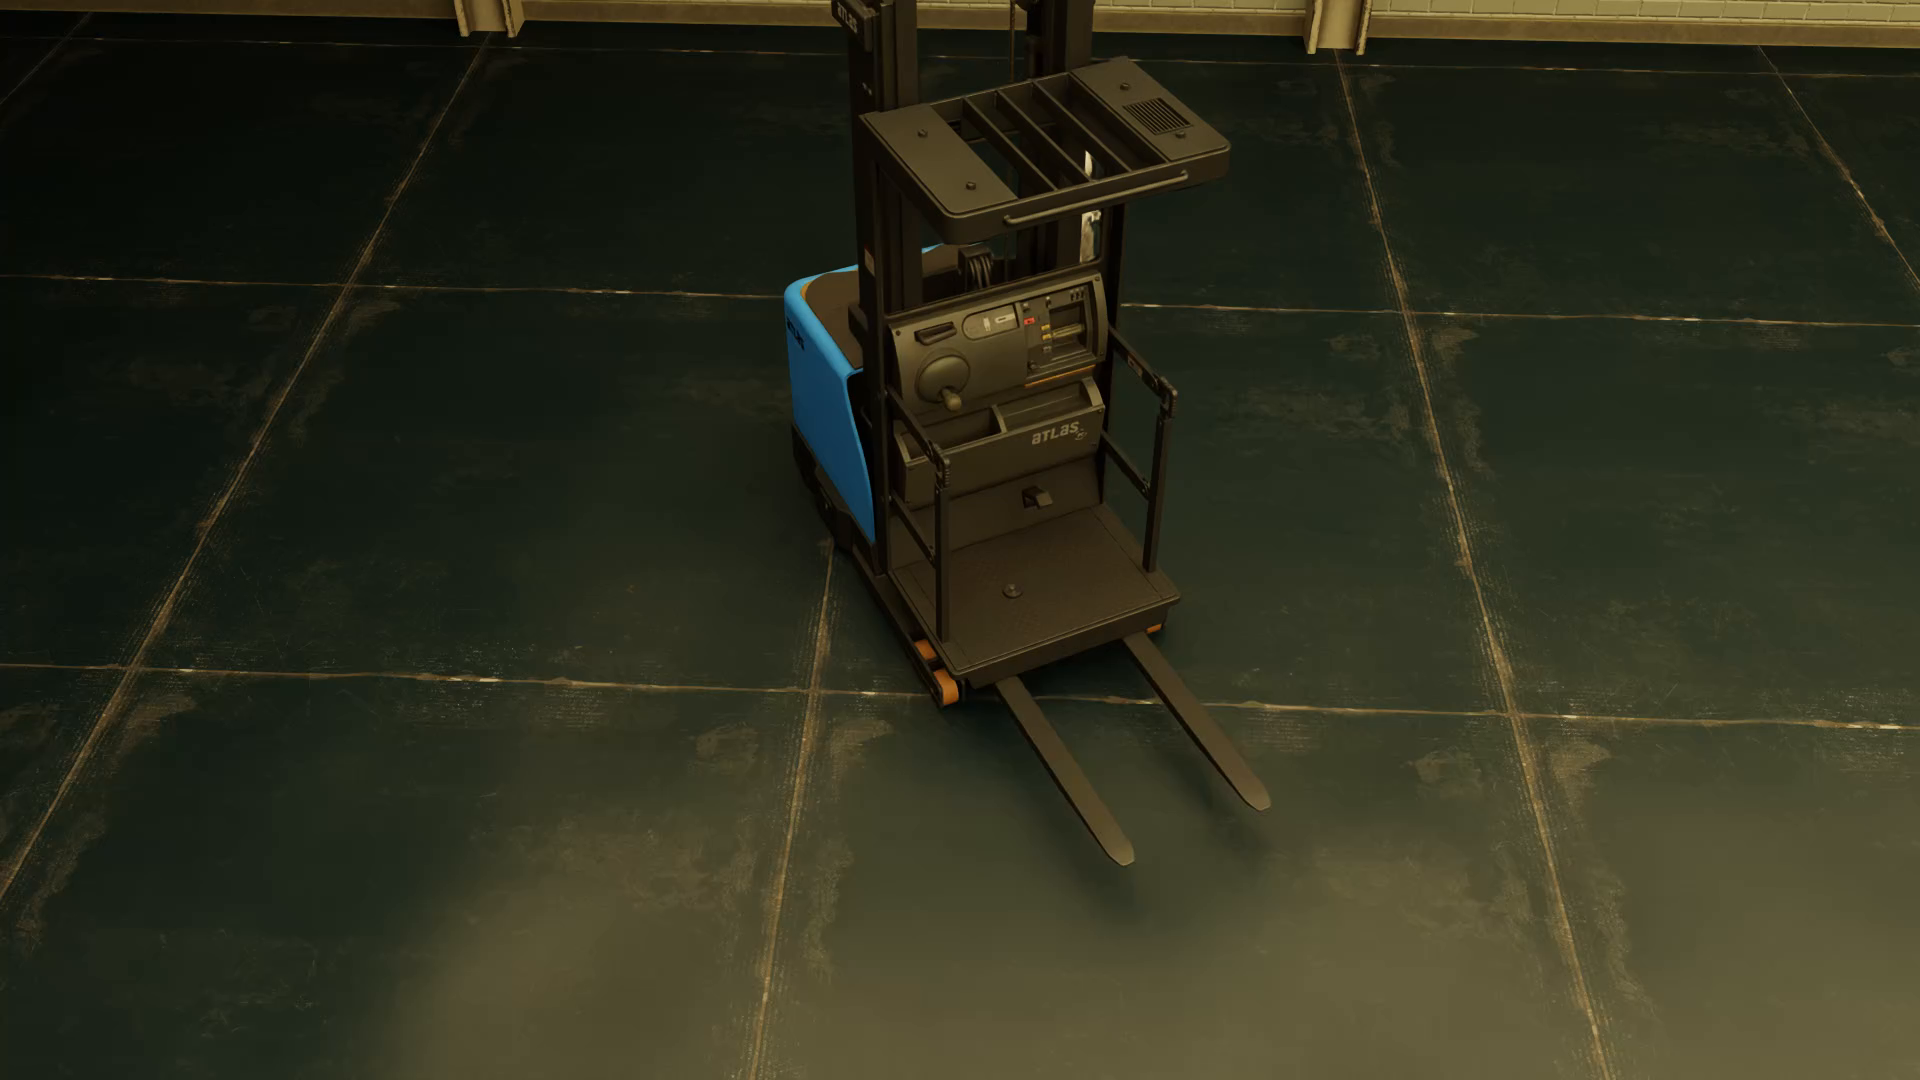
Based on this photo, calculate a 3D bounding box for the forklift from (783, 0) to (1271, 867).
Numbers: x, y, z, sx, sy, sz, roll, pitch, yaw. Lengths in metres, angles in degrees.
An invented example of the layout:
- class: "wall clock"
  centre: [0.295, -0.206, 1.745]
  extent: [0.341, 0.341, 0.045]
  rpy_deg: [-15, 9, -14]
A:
- class: "forklift"
  centre: [0.261, -0.710, 6.520]
  extent: [1.130, 2.935, 3.031]
  rpy_deg: [-18, 45, -18]

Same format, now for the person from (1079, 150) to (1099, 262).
- class: "person"
  centre: [0.502, -1.604, 8.519]
  extent: [0.471, 1.581, 0.828]
  rpy_deg: [15, 44, 16]
